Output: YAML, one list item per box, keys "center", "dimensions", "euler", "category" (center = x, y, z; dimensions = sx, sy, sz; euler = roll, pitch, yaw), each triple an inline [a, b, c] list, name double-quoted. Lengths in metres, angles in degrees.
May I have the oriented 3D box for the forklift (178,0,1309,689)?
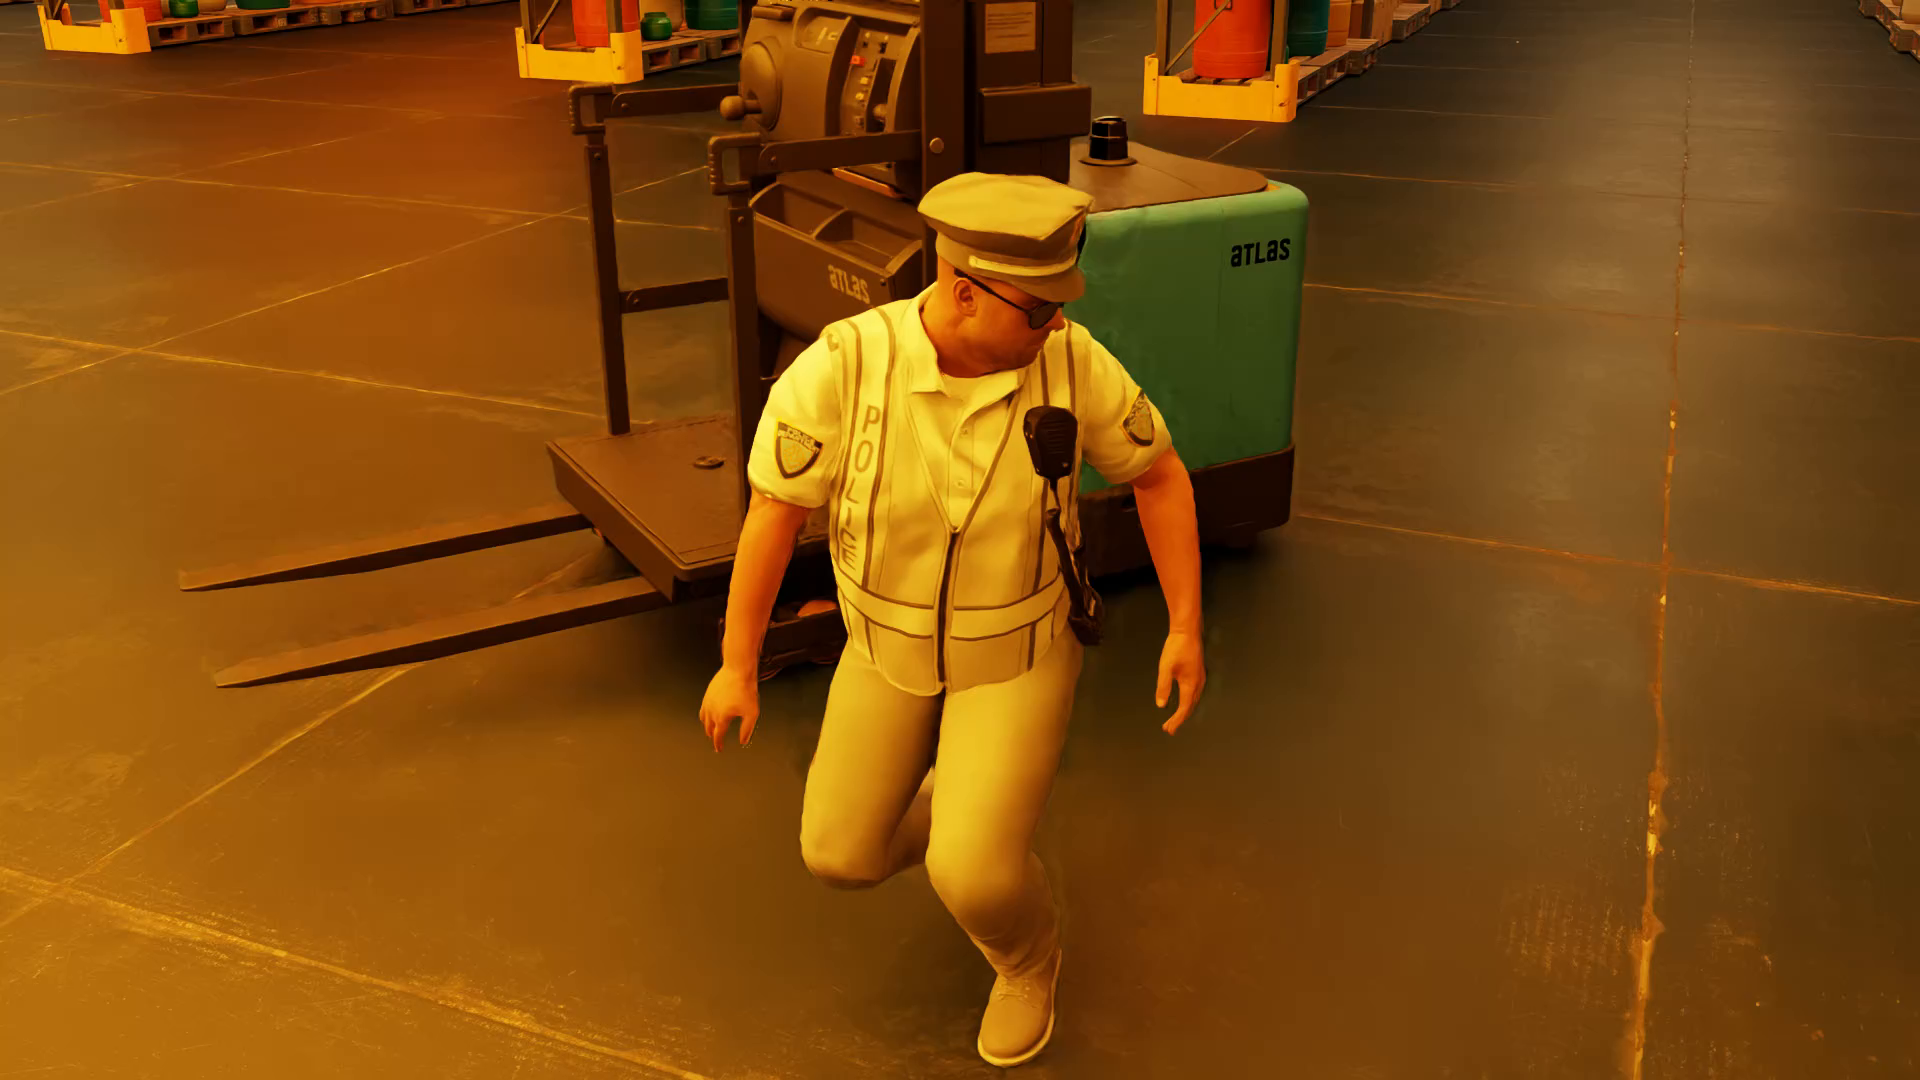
- center: [-0.530, -1.224, 4.221]
  dimensions: [3.031, 2.935, 1.130]
  euler: [-13, 26, -28]
  category: "forklift"

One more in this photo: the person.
- center: [0.010, 0.123, 2.846]
  dimensions: [0.832, 1.547, 0.650]
  euler: [5, 23, 11]
  category: "person"
